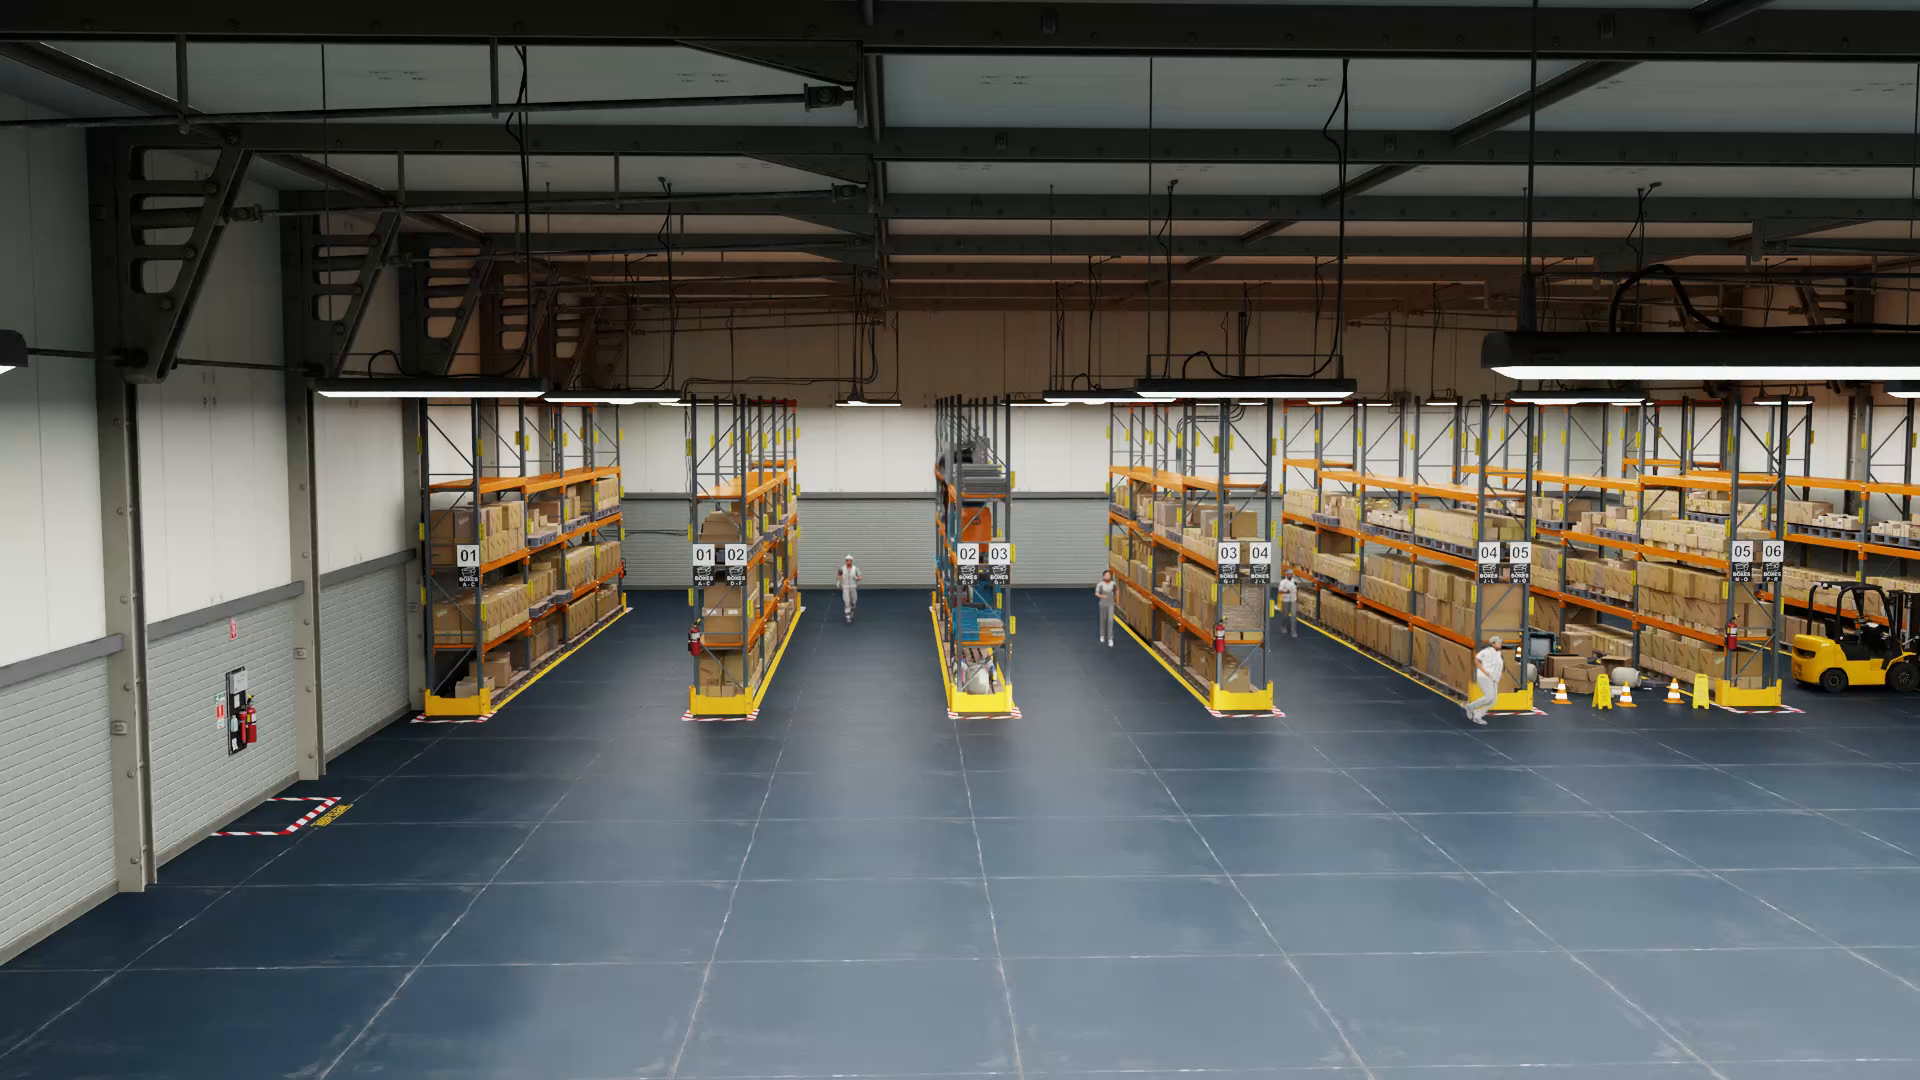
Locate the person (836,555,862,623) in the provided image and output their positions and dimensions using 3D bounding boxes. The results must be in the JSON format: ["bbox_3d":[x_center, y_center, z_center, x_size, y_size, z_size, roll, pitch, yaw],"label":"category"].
[{"bbox_3d":[-2.969,1.297,44.619,0.663,1.765,1.002,-1,5,-9],"label":"person"}]

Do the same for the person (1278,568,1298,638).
[{"bbox_3d":[8.277,1.565,41.839,0.570,1.723,0.871,0,5,-3],"label":"person"}]

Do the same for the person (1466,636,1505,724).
[{"bbox_3d":[9.647,2.546,30.390,0.685,1.584,0.551,-4,6,-41],"label":"person"}]

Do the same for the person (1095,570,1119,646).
[{"bbox_3d":[3.410,1.560,38.558,0.580,1.728,0.775,0,5,-4],"label":"person"}]
